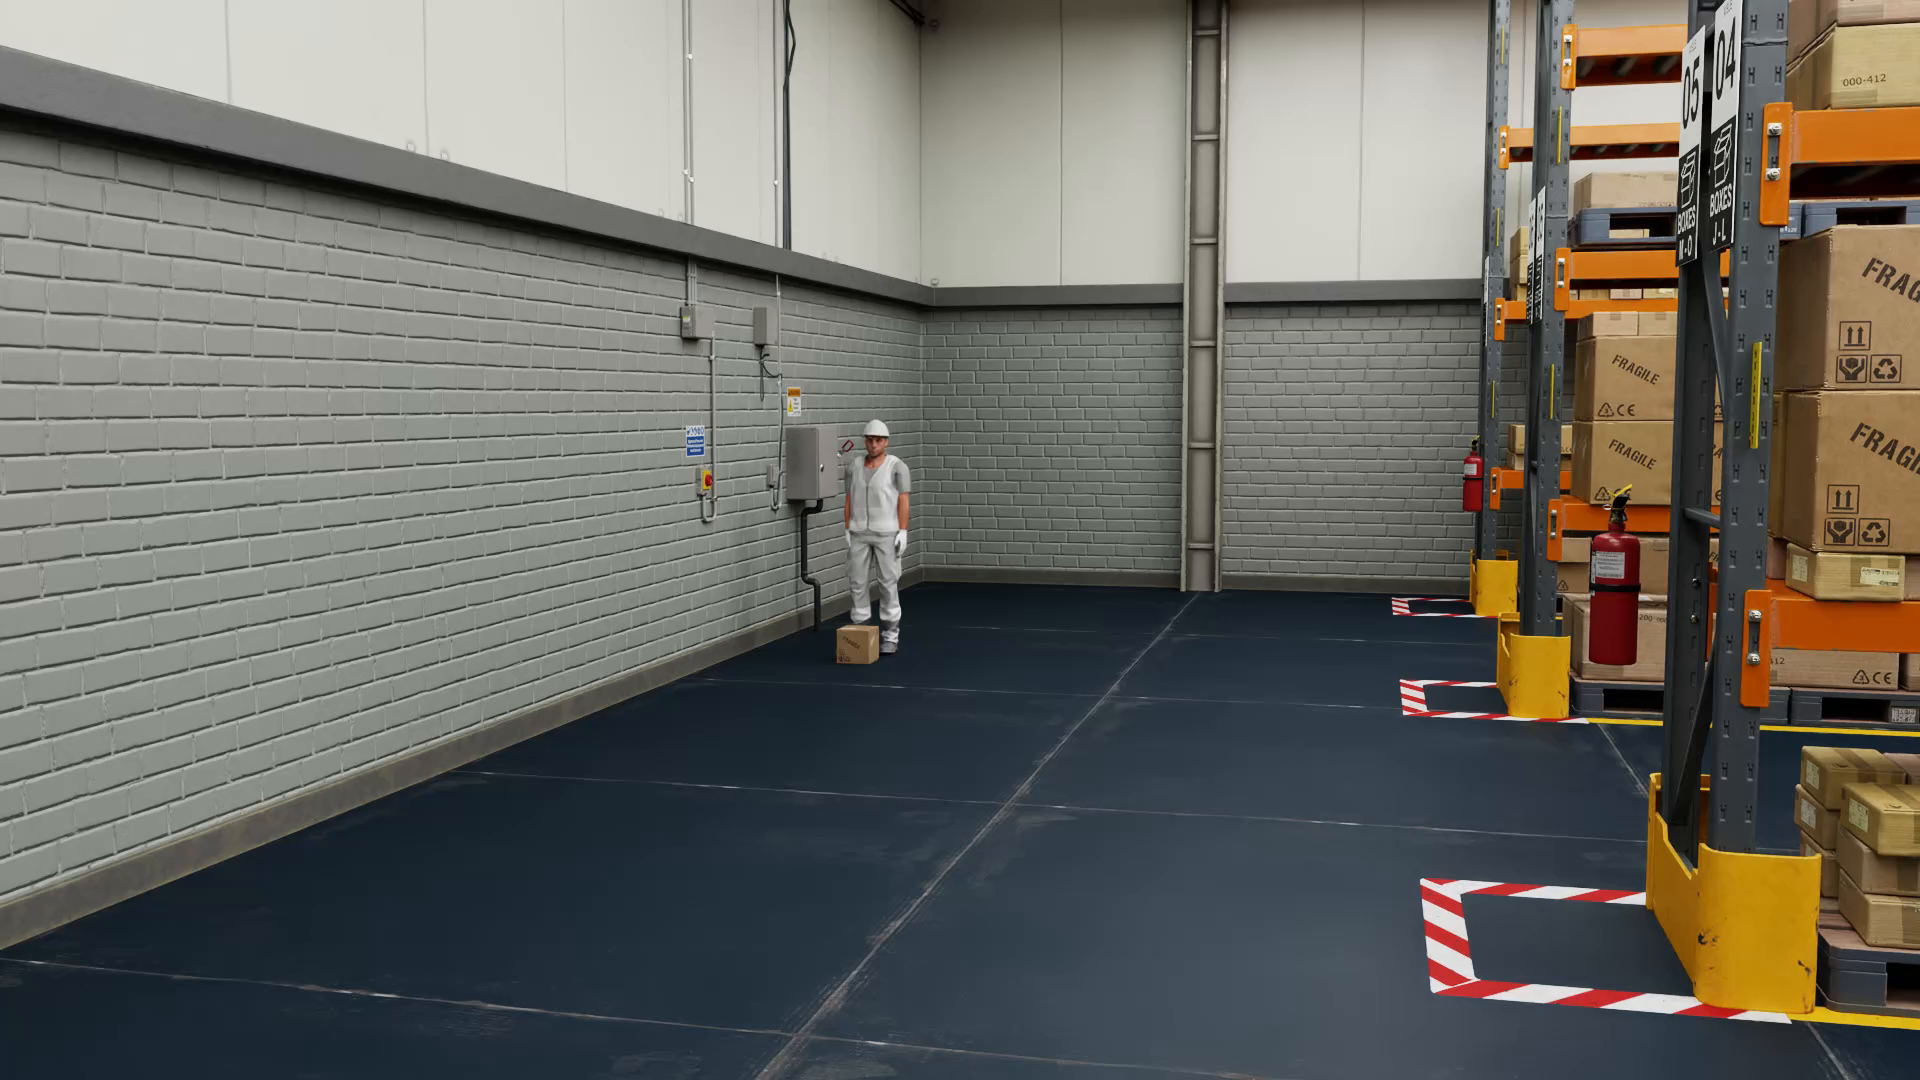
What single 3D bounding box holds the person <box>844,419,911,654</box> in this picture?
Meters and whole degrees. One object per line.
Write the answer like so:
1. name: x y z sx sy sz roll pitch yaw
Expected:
1. person: -0.642 -0.027 12.671 0.526 1.783 0.346 1 5 15
